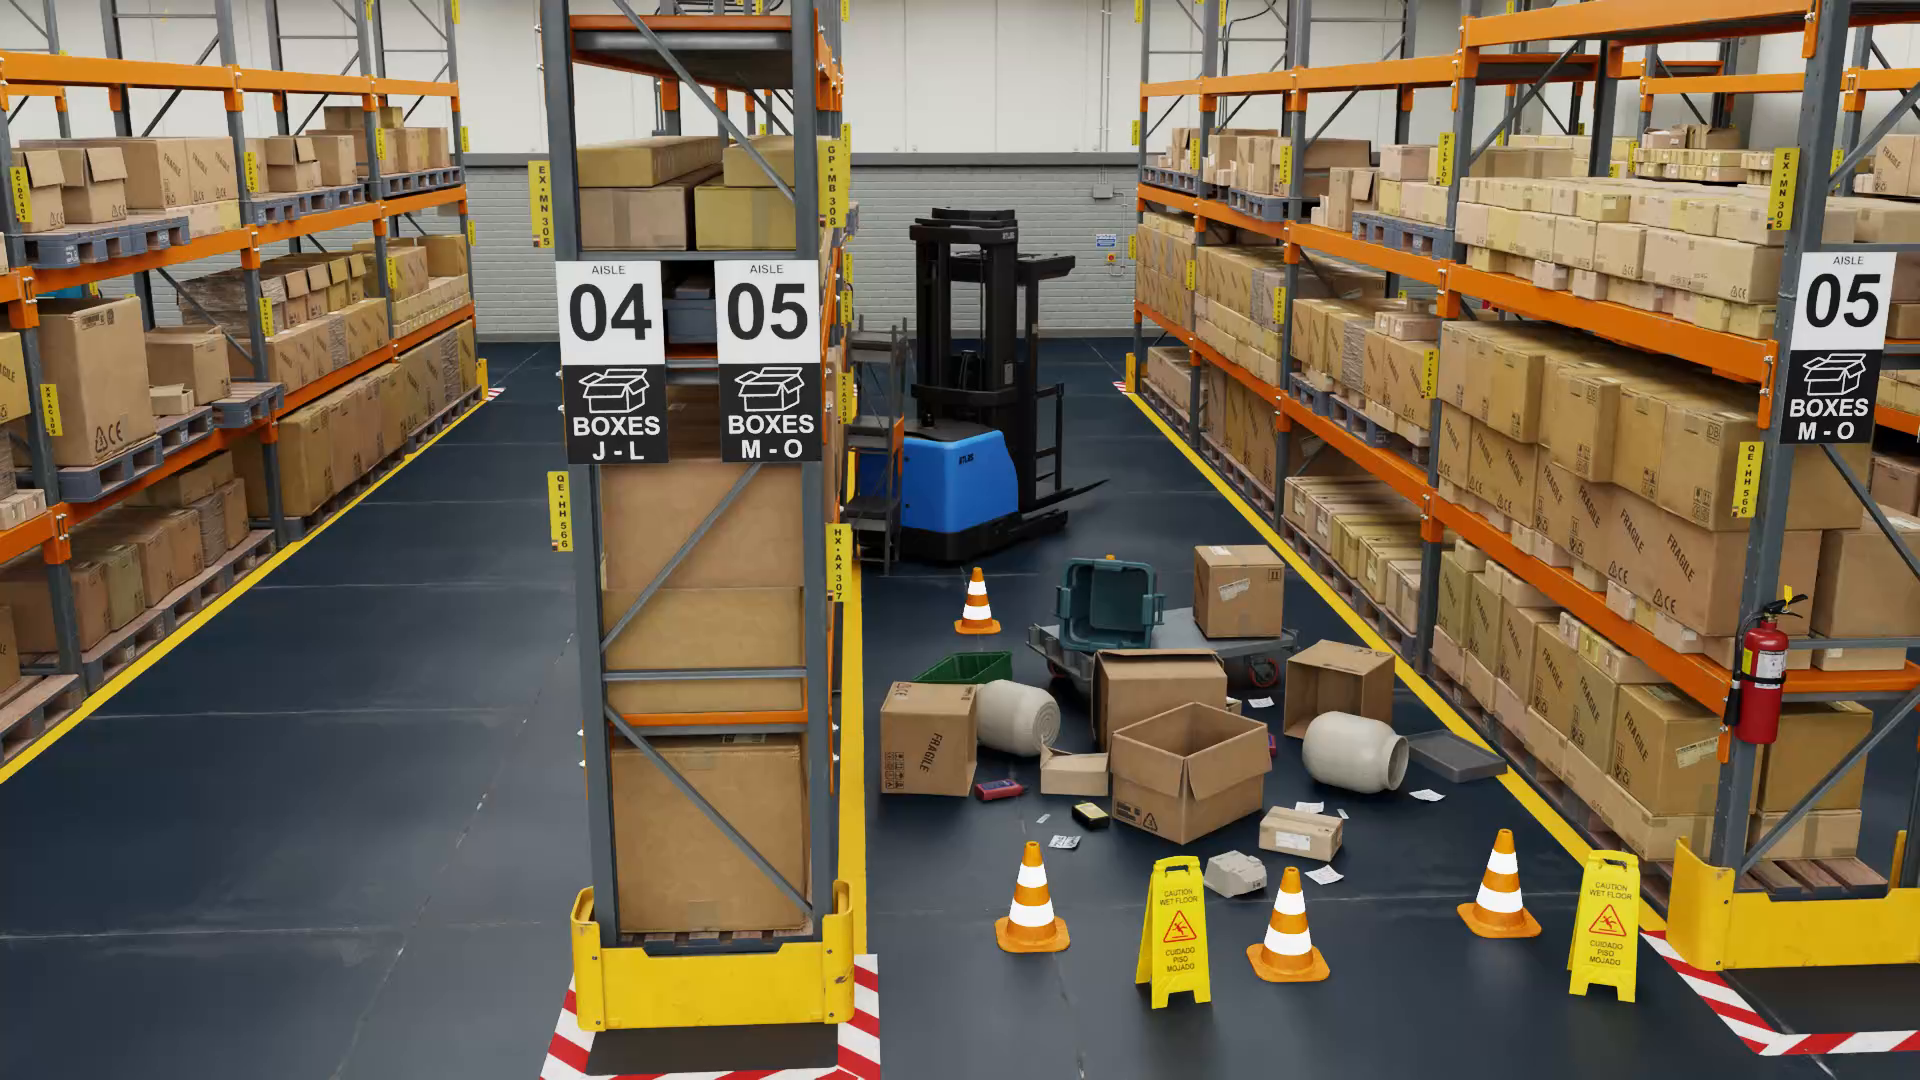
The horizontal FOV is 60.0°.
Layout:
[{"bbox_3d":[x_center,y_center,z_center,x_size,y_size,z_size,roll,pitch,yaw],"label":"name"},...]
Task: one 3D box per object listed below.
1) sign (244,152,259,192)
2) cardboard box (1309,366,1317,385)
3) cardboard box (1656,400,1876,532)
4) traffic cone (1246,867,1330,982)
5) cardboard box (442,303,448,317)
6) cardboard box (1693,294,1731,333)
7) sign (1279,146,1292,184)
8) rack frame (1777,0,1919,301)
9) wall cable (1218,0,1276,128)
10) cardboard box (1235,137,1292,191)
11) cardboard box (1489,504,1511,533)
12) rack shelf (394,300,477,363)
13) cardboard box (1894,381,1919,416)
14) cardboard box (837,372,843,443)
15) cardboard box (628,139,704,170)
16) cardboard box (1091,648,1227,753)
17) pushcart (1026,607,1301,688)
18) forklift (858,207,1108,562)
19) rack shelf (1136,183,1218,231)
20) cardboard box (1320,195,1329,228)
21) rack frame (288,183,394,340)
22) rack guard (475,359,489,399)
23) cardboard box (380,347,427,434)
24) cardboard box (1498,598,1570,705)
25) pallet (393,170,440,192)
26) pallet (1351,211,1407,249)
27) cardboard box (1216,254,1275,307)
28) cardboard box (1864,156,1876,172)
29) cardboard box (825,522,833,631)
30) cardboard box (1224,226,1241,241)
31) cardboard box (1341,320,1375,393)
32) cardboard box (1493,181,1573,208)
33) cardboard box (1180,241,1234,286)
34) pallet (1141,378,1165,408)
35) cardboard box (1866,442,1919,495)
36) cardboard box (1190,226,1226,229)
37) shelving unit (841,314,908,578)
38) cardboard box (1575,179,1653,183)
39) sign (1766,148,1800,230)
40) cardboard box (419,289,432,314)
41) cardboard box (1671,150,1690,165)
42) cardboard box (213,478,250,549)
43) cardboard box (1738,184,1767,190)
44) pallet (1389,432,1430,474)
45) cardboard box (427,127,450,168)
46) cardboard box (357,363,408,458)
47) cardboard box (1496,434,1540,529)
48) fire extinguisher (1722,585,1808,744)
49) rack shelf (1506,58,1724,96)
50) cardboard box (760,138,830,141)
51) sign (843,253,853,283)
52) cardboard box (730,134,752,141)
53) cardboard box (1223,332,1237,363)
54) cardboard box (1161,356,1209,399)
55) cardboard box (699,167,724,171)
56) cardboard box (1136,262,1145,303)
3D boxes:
[{"bbox_3d":[-5.956,-3.092,13.966,0.100,0.325,0.005,-1,14,-3],"label":"sign"},{"bbox_3d":[3.183,-1.392,14.080,0.380,0.149,0.250,-2,15,-7],"label":"cardboard box"},{"bbox_3d":[3.639,-0.345,7.542,0.700,0.500,0.500,-1,14,-5],"label":"cardboard box"},{"bbox_3d":[1.488,1.699,7.495,0.336,0.463,0.334,-1,14,-3],"label":"traffic cone"},{"bbox_3d":[-6.561,-2.847,20.576,0.380,0.149,0.250,-1,14,-3],"label":"cardboard box"},{"bbox_3d":[3.539,-1.021,7.460,0.380,0.149,0.250,-1,14,-3],"label":"cardboard box"},{"bbox_3d":[2.839,-3.269,14.495,0.100,0.325,0.005,-1,14,-3],"label":"sign"},{"bbox_3d":[3.889,-2.450,6.488,1.000,3.000,0.127,-1,14,-3],"label":"rack frame"},{"bbox_3d":[5.797,-7.902,27.604,2.988,3.039,0.133,-1,14,-3],"label":"wall cable"},{"bbox_3d":[2.994,-3.672,16.216,0.500,0.500,0.500,-1,14,-3],"label":"cardboard box"},{"bbox_3d":[3.435,-0.145,10.073,0.380,0.149,0.250,0,14,-2],"label":"cardboard box"},{"bbox_3d":[-6.870,-2.525,20.263,1.077,0.370,4.000,-1,14,-3],"label":"rack shelf"},{"bbox_3d":[8.196,-1.172,13.861,0.500,0.250,0.500,-1,14,-5],"label":"cardboard box"},{"bbox_3d":[-1.149,-0.997,12.682,0.500,0.500,0.500,-1,14,-3],"label":"cardboard box"},{"bbox_3d":[-1.530,-1.994,8.599,0.380,0.149,0.250,-1,14,-4],"label":"cardboard box"},{"bbox_3d":[1.187,0.969,9.979,0.797,0.637,0.503,-1,14,-3],"label":"cardboard box"},{"bbox_3d":[1.368,0.778,11.244,1.648,0.377,0.936,-6,16,-23],"label":"pushcart"},{"bbox_3d":[0.349,-1.548,15.160,1.130,2.935,3.031,10,17,33],"label":"forklift"},{"bbox_3d":[3.021,-4.130,20.484,1.077,0.370,4.000,-1,14,-3],"label":"rack shelf"},{"bbox_3d":[3.259,-2.777,14.050,0.396,0.266,0.258,-1,14,-3],"label":"cardboard box"},{"bbox_3d":[-6.746,-2.376,18.240,1.000,3.000,0.127,-1,14,-3],"label":"rack frame"},{"bbox_3d":[-6.995,-2.166,22.441,1.175,0.500,0.348,-1,14,-3],"label":"rack guard"},{"bbox_3d":[-6.707,-1.716,19.096,0.875,0.875,0.875,-1,14,-3],"label":"cardboard box"},{"bbox_3d":[3.483,0.639,9.695,0.500,0.500,0.500,0,14,-1],"label":"cardboard box"},{"bbox_3d":[-6.858,-4.292,19.846,1.003,0.211,1.213,-1,14,-3],"label":"pallet"},{"bbox_3d":[3.642,-2.314,12.357,1.213,0.211,1.003,-1,14,-3],"label":"pallet"},{"bbox_3d":[2.973,-2.697,17.280,0.500,0.500,0.500,-1,14,-5],"label":"cardboard box"},{"bbox_3d":[8.614,-3.488,15.448,0.380,0.149,0.250,-1,14,-3],"label":"cardboard box"},{"bbox_3d":[-1.079,0.115,8.258,0.875,0.550,0.550,-1,14,-3],"label":"cardboard box"},{"bbox_3d":[3.295,-3.585,19.429,0.380,0.149,0.250,-1,14,-4],"label":"cardboard box"},{"bbox_3d":[3.292,-1.428,12.918,0.500,0.500,0.500,-1,14,-6],"label":"cardboard box"},{"bbox_3d":[3.387,-2.043,9.831,0.380,0.149,0.250,-1,14,-5],"label":"cardboard box"},{"bbox_3d":[2.840,-3.175,19.137,0.500,0.500,0.500,-1,14,-4],"label":"cardboard box"},{"bbox_3d":[3.025,-1.975,22.281,1.003,0.211,1.213,-1,14,-3],"label":"pallet"},{"bbox_3d":[8.372,-0.510,14.910,0.875,0.625,0.625,0,14,-2],"label":"cardboard box"},{"bbox_3d":[2.895,-3.577,19.399,0.380,0.149,0.250,-1,14,-3],"label":"cardboard box"},{"bbox_3d":[-0.714,-0.777,13.784,0.431,2.100,0.503,5,15,7],"label":"shelving unit"},{"bbox_3d":[3.971,-2.117,10.120,0.380,0.149,0.250,-1,14,-5],"label":"cardboard box"},{"bbox_3d":[3.334,-1.422,6.738,0.100,0.325,0.005,-1,14,-3],"label":"sign"},{"bbox_3d":[-6.577,-2.821,19.673,0.500,0.250,0.500,-1,14,-2],"label":"cardboard box"},{"bbox_3d":[7.783,-4.060,17.629,0.380,0.149,0.250,-1,14,-4],"label":"cardboard box"},{"bbox_3d":[-6.436,-0.217,13.984,0.700,0.500,0.500,-2,15,-6],"label":"cardboard box"},{"bbox_3d":[8.010,-3.365,16.366,0.500,0.250,0.500,-1,14,-3],"label":"cardboard box"},{"bbox_3d":[3.739,-0.639,11.874,1.003,0.211,1.213,-1,14,-3],"label":"pallet"},{"bbox_3d":[-6.908,-4.995,21.156,0.700,0.500,0.500,-2,15,-7],"label":"cardboard box"},{"bbox_3d":[-6.686,-1.391,17.835,1.225,0.875,0.875,-1,14,-3],"label":"cardboard box"},{"bbox_3d":[3.462,-0.368,9.641,0.500,0.500,0.500,-1,14,-4],"label":"cardboard box"},{"bbox_3d":[3.436,0.529,7.107,0.296,0.674,0.183,-1,14,-3],"label":"fire extinguisher"},{"bbox_3d":[7.975,-5.659,20.412,1.077,0.370,4.000,-1,14,-3],"label":"rack shelf"},{"bbox_3d":[-0.889,-2.069,8.887,0.380,0.149,0.250,-1,14,-3],"label":"cardboard box"},{"bbox_3d":[-1.235,-2.997,18.333,0.100,0.325,0.005,-1,14,-3],"label":"sign"},{"bbox_3d":[-1.872,-3.528,14.963,0.396,0.266,0.258,-1,14,-3],"label":"cardboard box"},{"bbox_3d":[2.980,-1.962,16.932,0.500,0.250,0.500,-1,14,-4],"label":"cardboard box"},{"bbox_3d":[3.103,-2.096,21.452,0.875,0.438,0.875,0,14,-2],"label":"cardboard box"},{"bbox_3d":[-1.478,-1.837,8.786,0.500,0.250,0.500,-1,14,-4],"label":"cardboard box"},{"bbox_3d":[2.641,-3.448,22.208,0.500,0.500,0.500,-1,14,-4],"label":"cardboard box"}]
